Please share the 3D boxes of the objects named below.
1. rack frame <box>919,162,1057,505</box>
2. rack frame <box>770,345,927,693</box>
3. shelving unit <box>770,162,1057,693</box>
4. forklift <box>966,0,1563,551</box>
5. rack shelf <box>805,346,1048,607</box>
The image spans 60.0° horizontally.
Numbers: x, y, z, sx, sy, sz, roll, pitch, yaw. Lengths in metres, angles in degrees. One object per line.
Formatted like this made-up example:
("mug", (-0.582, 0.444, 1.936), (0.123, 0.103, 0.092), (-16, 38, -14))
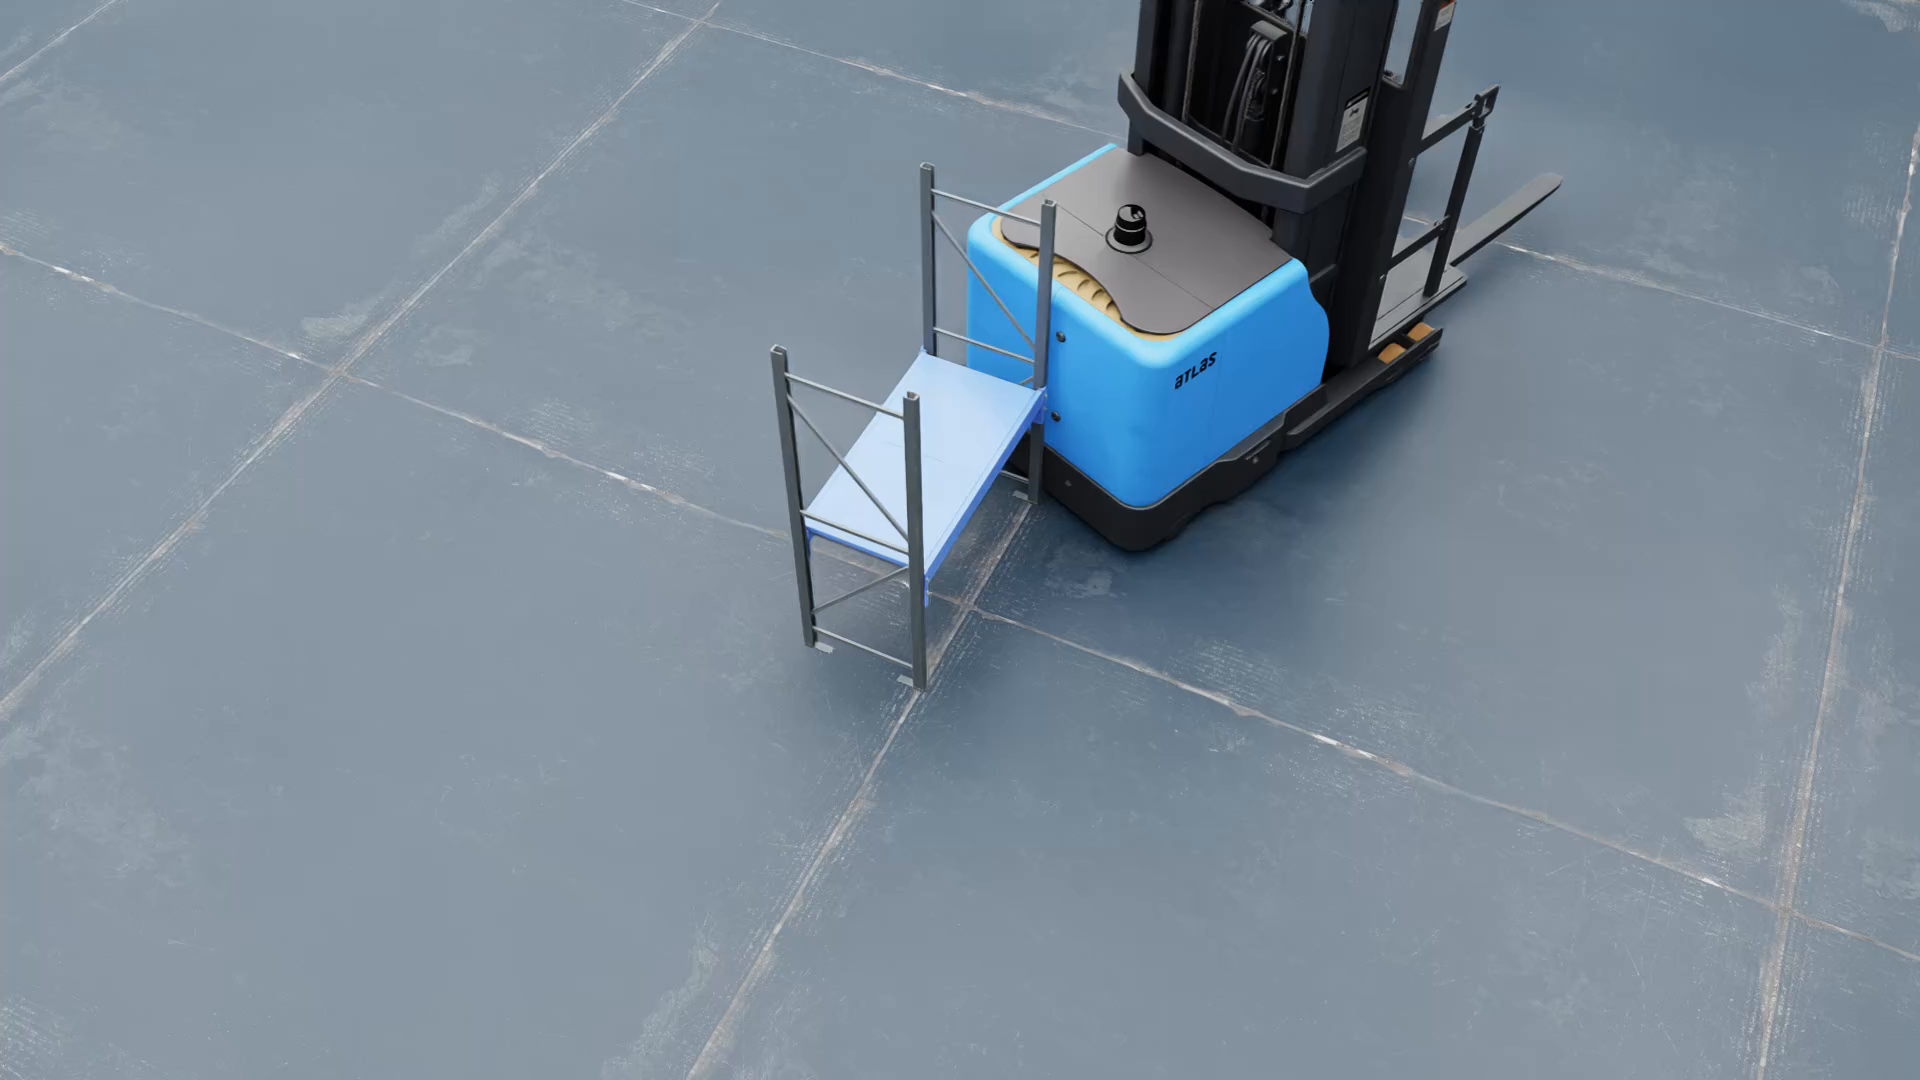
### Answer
("rack frame", (0.092, -0.718, 6.191), (0.500, 1.500, 0.032), (20, 53, 16))
("rack frame", (-0.351, -0.021, 5.598), (0.500, 1.500, 0.032), (20, 53, 16))
("shelving unit", (-0.130, -0.369, 5.895), (0.538, 1.500, 1.048), (20, 53, 16))
("forklift", (1.445, -1.896, 6.254), (3.031, 2.935, 1.130), (-34, 58, -26))
("rack shelf", (-0.130, -0.253, 6.032), (0.538, 0.185, 1.000), (20, 53, 16))
